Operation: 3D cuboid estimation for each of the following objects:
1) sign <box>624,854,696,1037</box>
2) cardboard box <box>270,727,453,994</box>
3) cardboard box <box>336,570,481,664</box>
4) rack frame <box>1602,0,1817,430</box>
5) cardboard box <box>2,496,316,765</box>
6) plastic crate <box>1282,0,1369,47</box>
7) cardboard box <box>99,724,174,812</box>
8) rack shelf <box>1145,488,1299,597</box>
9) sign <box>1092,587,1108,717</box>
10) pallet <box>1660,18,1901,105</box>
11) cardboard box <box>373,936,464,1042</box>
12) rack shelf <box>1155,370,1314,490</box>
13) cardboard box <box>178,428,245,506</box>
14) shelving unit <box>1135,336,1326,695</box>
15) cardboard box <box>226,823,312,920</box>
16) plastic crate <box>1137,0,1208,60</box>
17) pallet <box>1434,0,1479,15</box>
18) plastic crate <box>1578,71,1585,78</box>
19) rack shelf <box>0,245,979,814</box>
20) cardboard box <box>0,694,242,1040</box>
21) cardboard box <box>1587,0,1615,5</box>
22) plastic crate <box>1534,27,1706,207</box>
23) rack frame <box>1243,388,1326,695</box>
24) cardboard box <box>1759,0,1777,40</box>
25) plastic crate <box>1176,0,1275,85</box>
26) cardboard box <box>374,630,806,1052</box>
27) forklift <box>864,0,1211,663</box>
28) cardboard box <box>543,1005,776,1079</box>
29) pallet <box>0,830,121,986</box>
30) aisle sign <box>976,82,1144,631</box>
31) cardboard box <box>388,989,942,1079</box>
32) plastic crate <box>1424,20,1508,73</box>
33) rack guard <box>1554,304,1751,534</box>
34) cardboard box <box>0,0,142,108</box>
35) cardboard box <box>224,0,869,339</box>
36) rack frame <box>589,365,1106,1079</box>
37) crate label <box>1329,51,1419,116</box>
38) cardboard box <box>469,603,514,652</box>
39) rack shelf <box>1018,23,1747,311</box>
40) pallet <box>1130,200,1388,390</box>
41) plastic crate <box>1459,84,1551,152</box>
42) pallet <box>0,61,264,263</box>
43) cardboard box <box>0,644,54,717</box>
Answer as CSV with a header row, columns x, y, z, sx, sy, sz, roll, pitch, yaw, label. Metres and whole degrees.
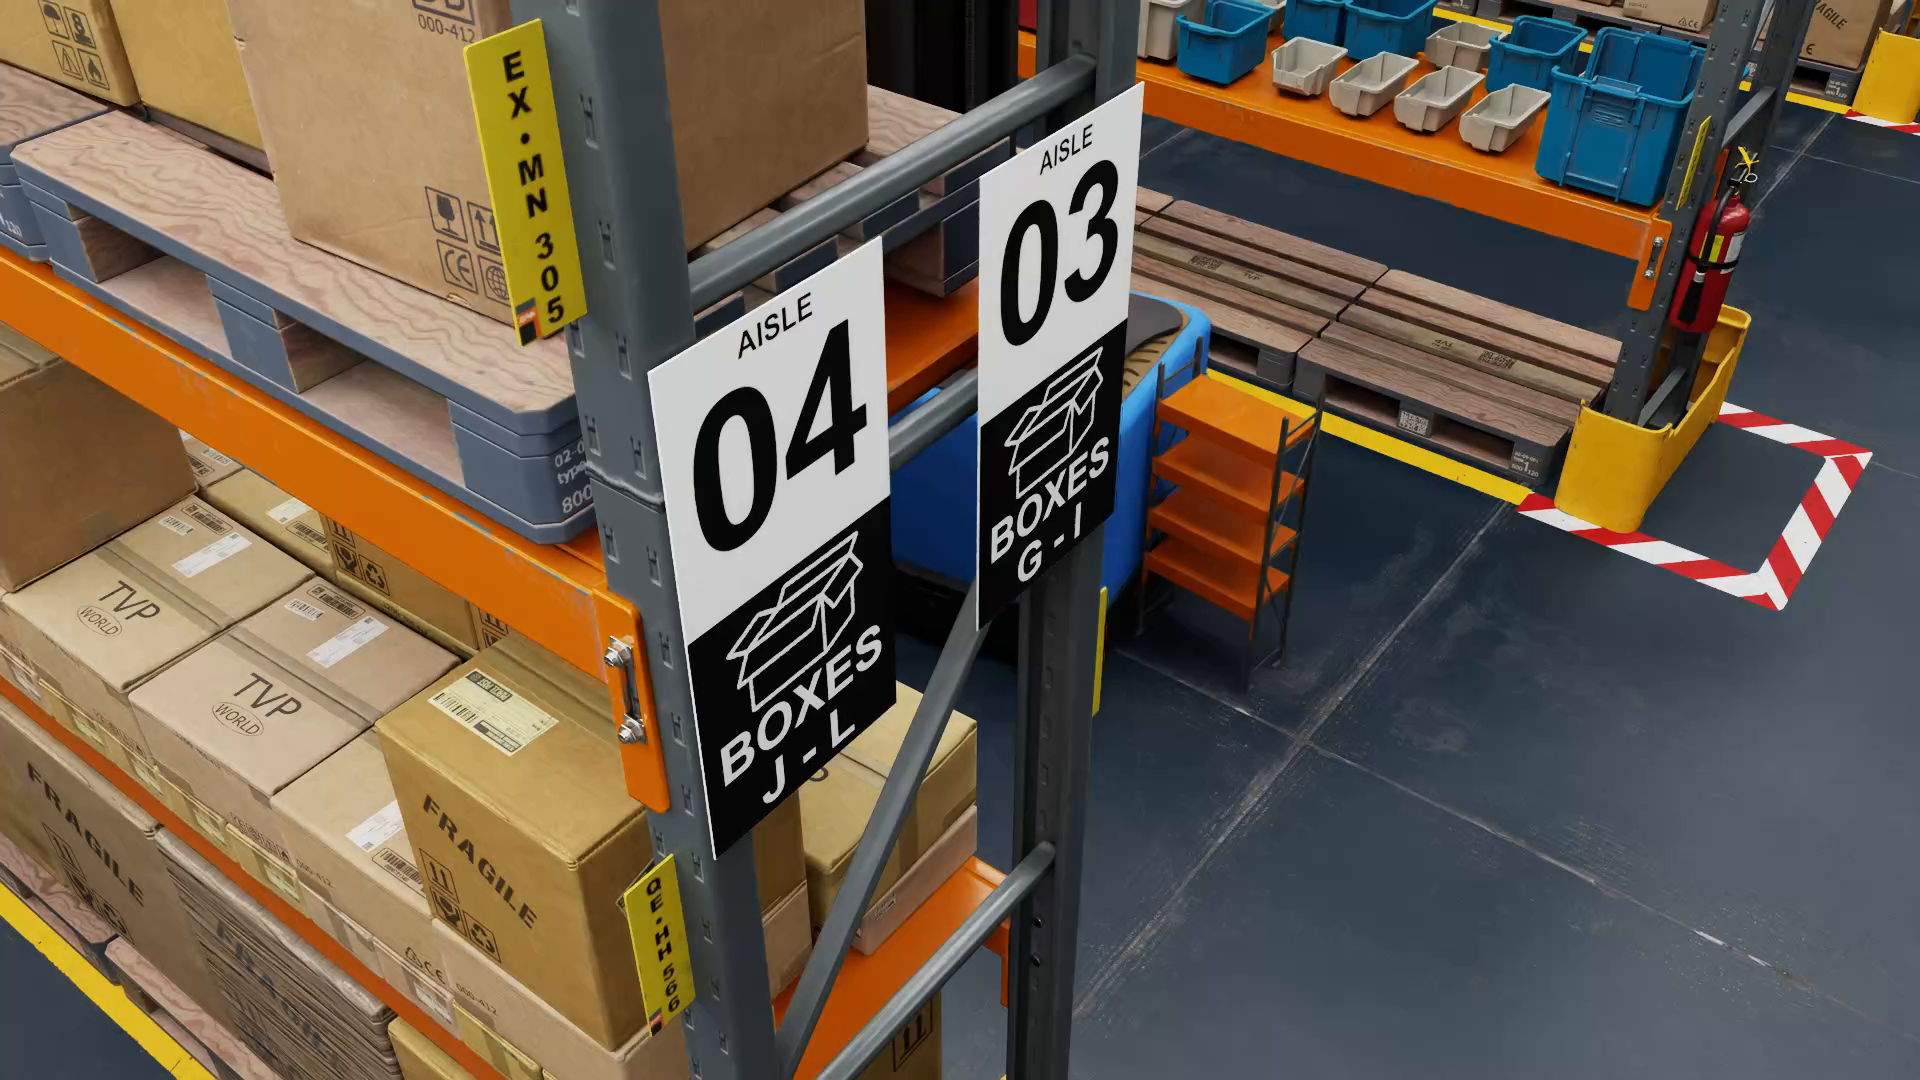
x,y,z,sx,sy,sz,roll,pitch,yaw,label
-0.433,0.594,2.427,0.005,0.325,0.100,25,45,29,sign
-1.041,0.583,3.453,0.500,0.250,0.500,24,44,28,cardboard box
-1.123,0.131,4.030,0.500,0.250,0.500,24,44,27,cardboard box
2.917,-1.543,6.287,0.127,3.000,1.000,25,45,29,rack frame
-1.862,0.199,3.943,0.500,0.250,0.500,25,45,29,cardboard box
1.636,-2.359,7.418,0.300,0.233,0.416,25,45,29,plastic crate
-1.789,0.437,3.963,0.250,0.149,0.380,26,45,29,cardboard box
0.930,-0.015,5.906,0.480,0.148,0.258,29,46,32,rack shelf
0.250,0.241,3.242,0.005,0.325,0.100,25,45,29,sign
5.235,-3.195,10.660,1.213,0.211,1.003,25,45,29,pallet
-0.982,0.818,3.476,0.250,0.149,0.380,25,45,29,cardboard box
0.930,-0.378,5.622,0.480,0.148,0.258,29,46,32,rack shelf
-1.941,-0.253,4.520,0.500,0.250,0.500,26,45,29,cardboard box
0.930,-0.068,5.864,0.503,1.200,0.258,29,46,32,shelving unit
-1.387,0.628,3.719,0.250,0.149,0.380,24,44,28,cardboard box
0.841,-2.356,7.373,0.530,0.282,0.437,25,45,29,plastic crate
3.297,-4.109,11.827,1.213,0.211,1.003,25,45,29,pallet
2.716,-1.877,6.879,0.298,0.136,0.250,25,45,29,plastic crate
-1.681,-0.764,3.443,4.000,0.370,1.077,25,45,29,rack shelf
-2.079,0.679,4.832,0.875,0.875,0.875,25,45,29,cardboard box
4.247,-3.954,11.035,0.637,0.503,0.797,25,45,29,cardboard box
2.537,-1.614,6.301,0.499,0.435,0.616,25,45,29,plastic crate
1.113,0.032,5.736,0.015,1.200,0.240,29,46,32,rack frame
5.081,-3.303,10.477,0.250,0.166,0.380,25,45,29,cardboard box
1.130,-2.144,7.142,0.300,0.233,0.416,25,45,29,plastic crate
-0.639,0.476,2.981,0.500,0.500,0.500,26,45,29,cardboard box
-0.610,-1.323,6.063,3.031,2.935,1.130,18,42,22,forklift
-0.575,1.009,3.231,0.250,0.149,0.380,26,45,29,cardboard box
-2.713,0.806,5.550,1.213,0.211,1.003,25,45,29,pallet
0.147,-0.261,2.541,0.004,0.787,0.394,25,45,29,aisle sign
-0.649,1.353,3.971,0.875,0.875,0.875,25,45,29,cardboard box
2.177,-2.131,7.204,0.298,0.136,0.250,25,45,29,plastic crate
2.944,-0.556,7.054,0.348,0.500,1.175,25,45,29,rack guard
-1.352,-1.151,2.850,0.500,0.500,0.700,22,43,26,cardboard box
-0.538,-0.711,2.289,0.500,0.500,0.700,23,43,26,cardboard box
-0.092,0.883,3.189,0.127,3.000,1.000,25,45,29,rack frame
1.702,-1.887,6.892,0.243,0.136,0.396,25,45,29,crate label
-0.707,0.030,3.550,0.500,0.500,0.500,24,44,28,cardboard box
1.328,-2.008,7.466,4.000,0.370,1.077,25,45,29,rack shelf
1.320,-1.230,8.149,1.213,0.211,1.003,25,45,29,pallet
2.159,-1.679,6.627,0.243,0.136,0.396,25,45,29,plastic crate
-1.661,-0.993,3.224,1.213,0.211,1.003,25,45,29,pallet
-2.207,0.242,4.211,0.250,0.149,0.380,26,45,29,cardboard box
